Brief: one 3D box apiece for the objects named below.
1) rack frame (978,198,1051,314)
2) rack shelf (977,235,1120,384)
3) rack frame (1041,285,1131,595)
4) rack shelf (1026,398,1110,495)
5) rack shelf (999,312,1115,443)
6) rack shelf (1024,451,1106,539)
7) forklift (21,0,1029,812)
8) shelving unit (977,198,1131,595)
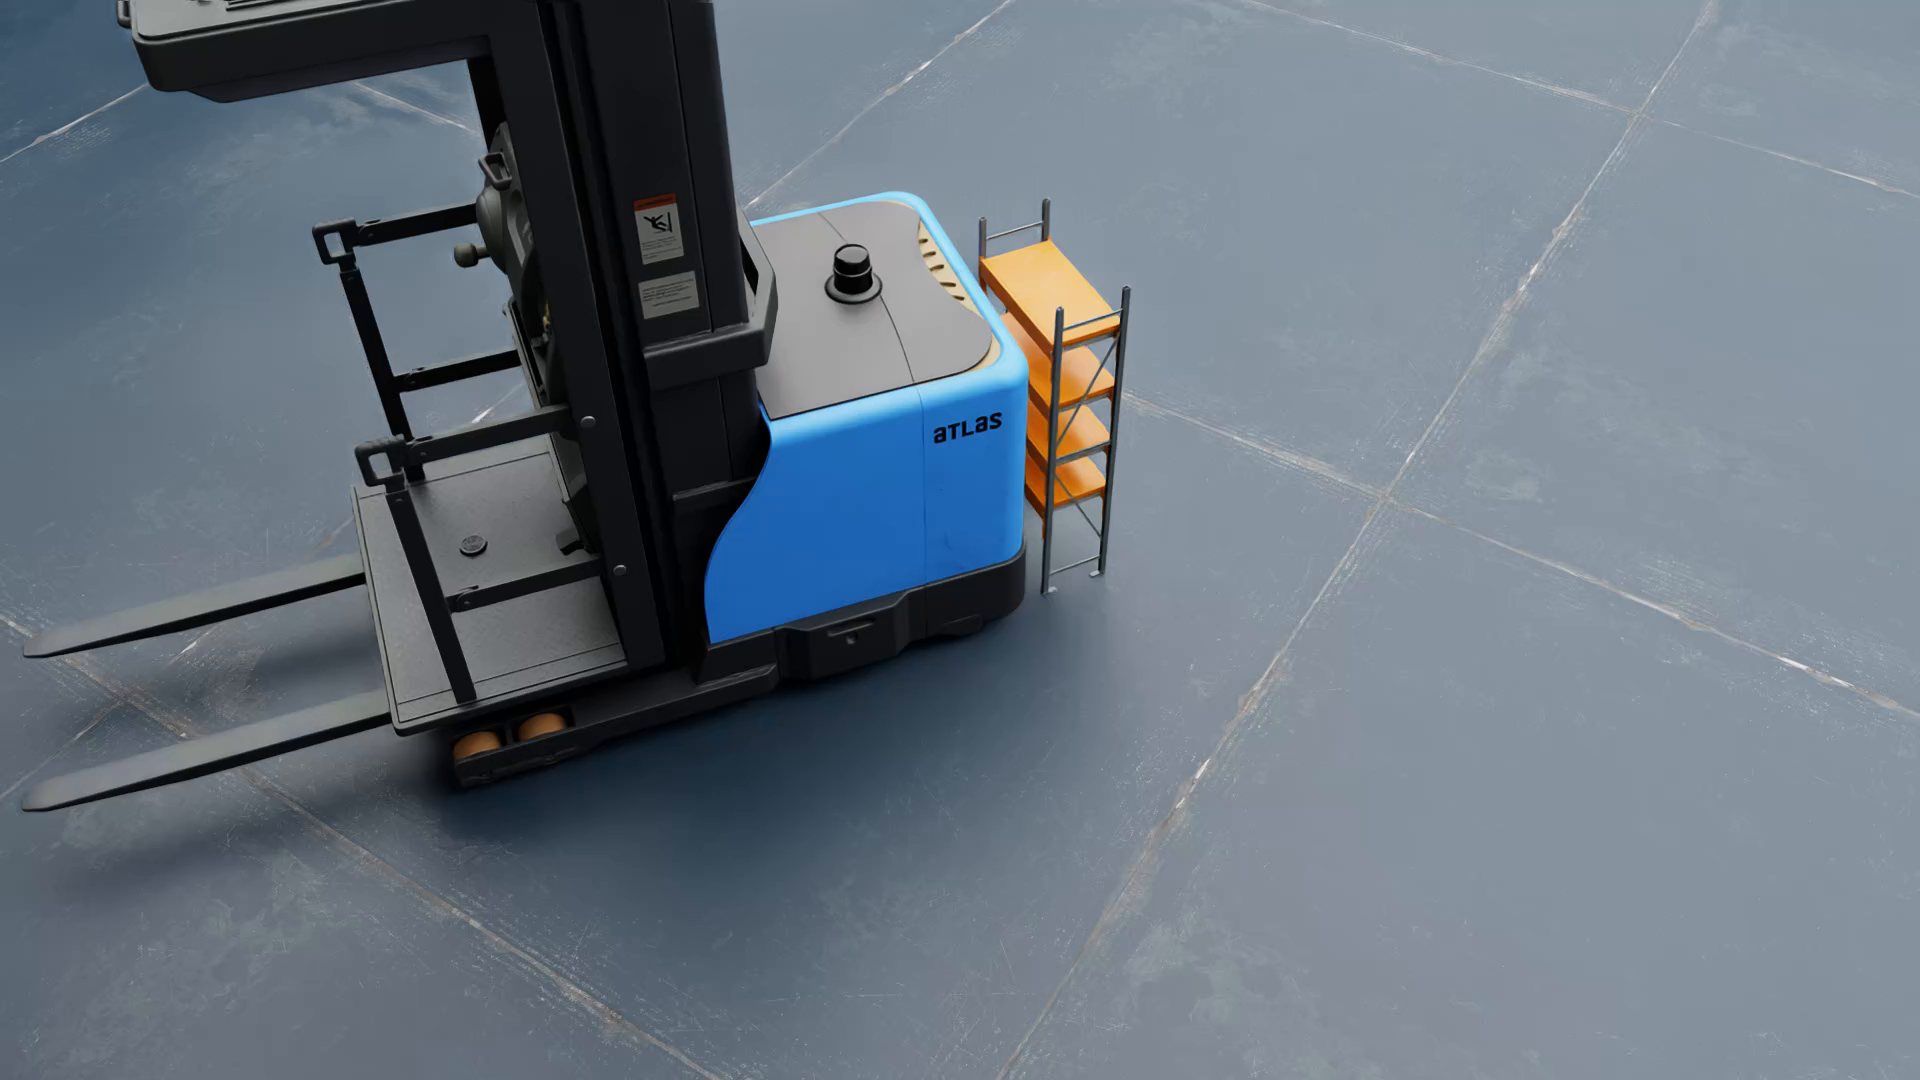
[{"bbox_3d":[0.167,-0.589,5.486,0.240,1.200,0.015,-19,49,-18],"label":"rack frame"},{"bbox_3d":[0.275,-0.706,5.051,0.258,0.148,0.480,-19,49,-18],"label":"rack shelf"},{"bbox_3d":[0.382,-0.275,5.180,0.240,1.200,0.015,-19,49,-18],"label":"rack frame"},{"bbox_3d":[0.275,-0.385,5.381,0.258,0.148,0.480,-19,49,-18],"label":"rack shelf"},{"bbox_3d":[0.275,-0.541,5.221,0.258,0.148,0.480,-19,49,-18],"label":"rack shelf"},{"bbox_3d":[0.275,-0.247,5.524,0.258,0.148,0.480,-19,49,-18],"label":"rack shelf"},{"bbox_3d":[-1.358,-0.715,4.401,3.031,2.935,1.130,-15,48,-15],"label":"forklift"},{"bbox_3d":[0.275,-0.432,5.333,0.258,1.200,0.503,-19,49,-18],"label":"shelving unit"}]
